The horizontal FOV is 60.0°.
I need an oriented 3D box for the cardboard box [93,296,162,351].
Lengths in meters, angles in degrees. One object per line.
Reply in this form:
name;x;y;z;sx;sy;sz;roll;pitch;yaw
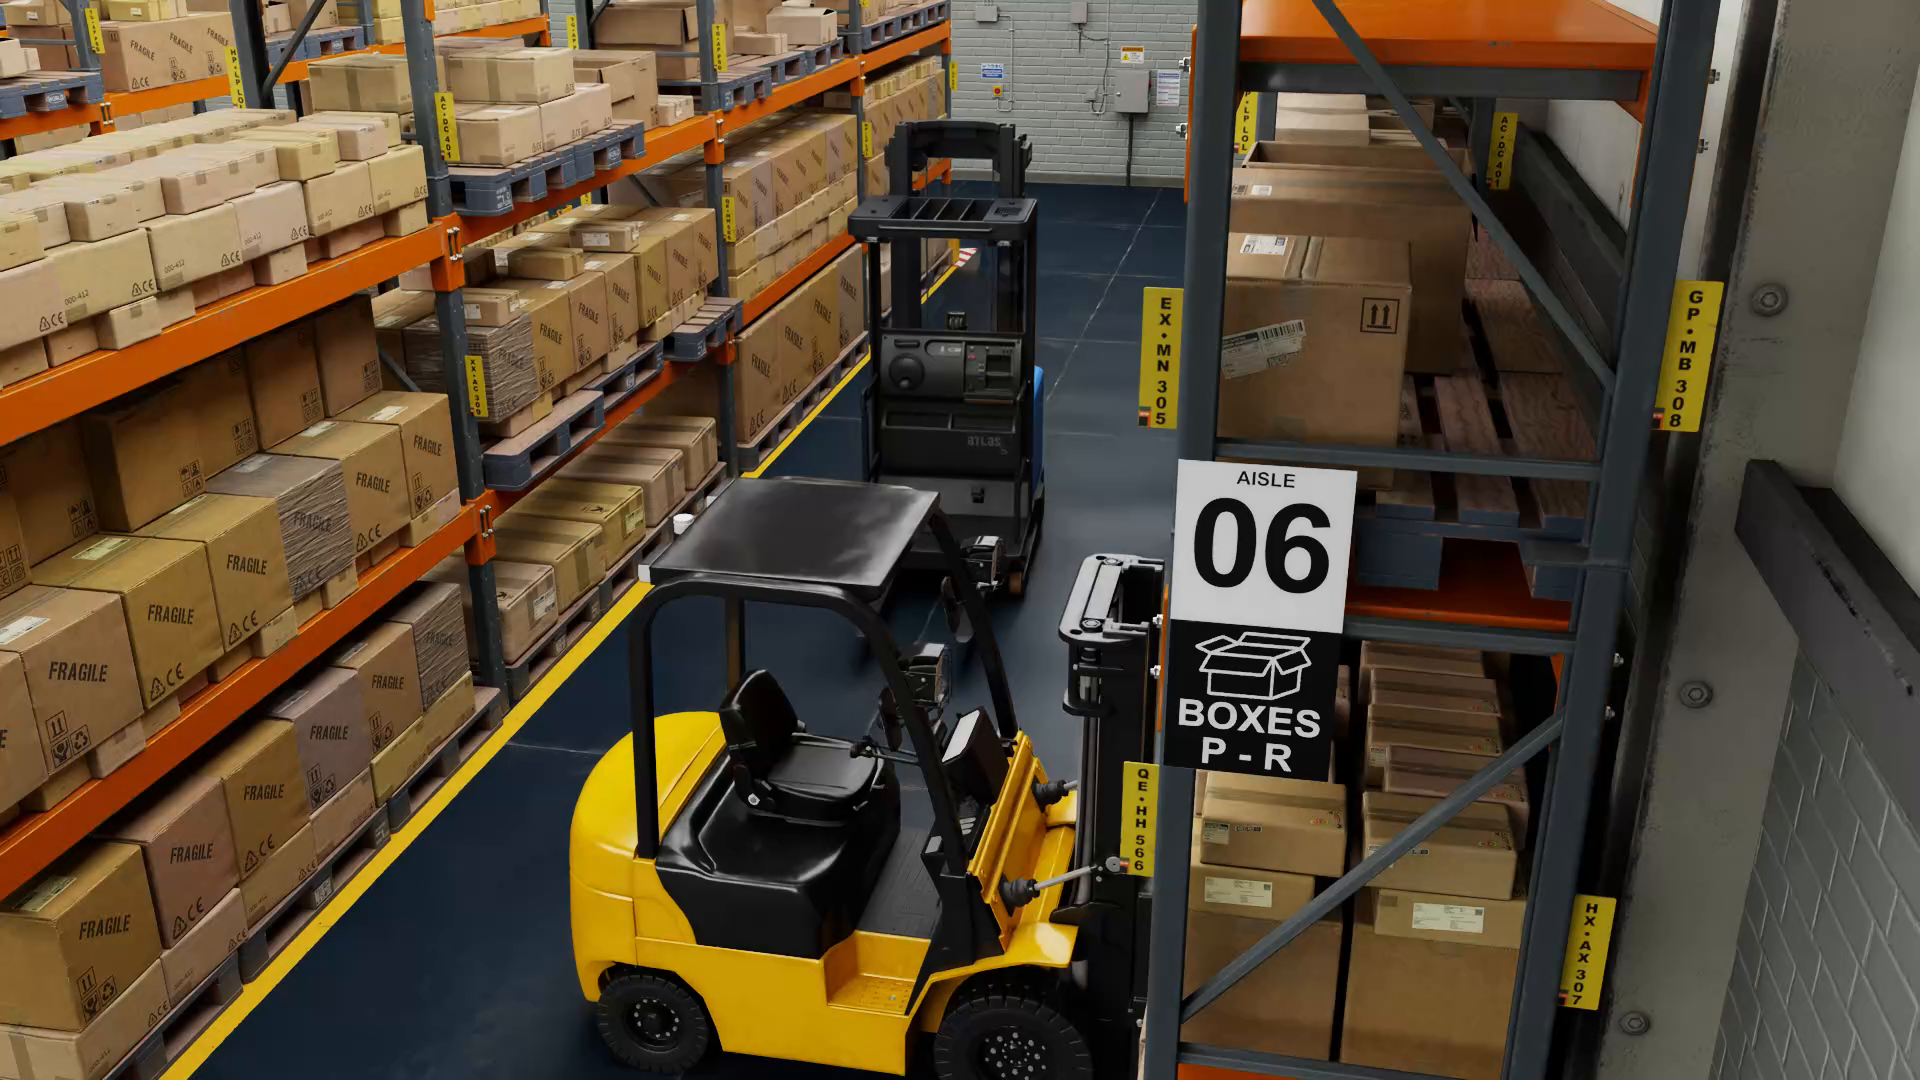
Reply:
cardboard box;-3.227;-0.818;6.192;0.380;0.149;0.250;5;22;12

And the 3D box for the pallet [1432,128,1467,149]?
pallet;2.344;-2.163;9.446;1.003;0.211;1.213;6;23;13

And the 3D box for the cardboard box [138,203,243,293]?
cardboard box;-3.192;-1.158;6.500;0.500;0.250;0.500;5;22;12

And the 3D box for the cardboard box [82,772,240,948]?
cardboard box;-3.330;1.284;6.764;0.500;0.500;0.500;4;22;9

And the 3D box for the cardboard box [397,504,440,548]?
cardboard box;-2.868;-0.088;8.393;0.380;0.149;0.250;5;22;12

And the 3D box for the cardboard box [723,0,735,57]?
cardboard box;-2.164;-4.199;13.554;0.500;0.500;0.500;5;22;11

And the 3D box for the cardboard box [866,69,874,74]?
cardboard box;-1.138;-5.143;18.267;0.380;0.149;0.250;5;22;11

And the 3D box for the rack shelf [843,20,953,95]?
rack shelf;-1.016;-5.152;17.579;1.077;0.370;4.000;4;22;11

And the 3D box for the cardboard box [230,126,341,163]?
cardboard box;-3.026;-1.760;7.462;0.380;0.149;0.250;5;22;12

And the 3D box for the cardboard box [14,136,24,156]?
cardboard box;-10.773;-4.339;18.414;0.500;0.250;0.500;4;22;10

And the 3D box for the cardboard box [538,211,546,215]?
cardboard box;-5.334;-4.102;20.480;0.380;0.149;0.250;5;22;12

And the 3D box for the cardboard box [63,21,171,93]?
cardboard box;-6.729;-3.867;13.290;0.500;0.500;0.500;4;22;11

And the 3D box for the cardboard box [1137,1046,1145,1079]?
cardboard box;0.776;1.827;5.081;0.500;0.250;0.500;5;23;13

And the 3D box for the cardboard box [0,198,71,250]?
cardboard box;-3.372;-1.097;5.817;0.380;0.149;0.250;4;22;11

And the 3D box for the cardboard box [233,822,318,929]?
cardboard box;-3.227;1.446;7.367;0.500;0.250;0.500;6;23;15

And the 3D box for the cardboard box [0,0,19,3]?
cardboard box;-10.910;-6.284;18.598;0.700;0.500;0.500;6;23;14

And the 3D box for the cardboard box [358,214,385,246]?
cardboard box;-2.960;-1.488;7.853;0.380;0.149;0.250;5;22;12

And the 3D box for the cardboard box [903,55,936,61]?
cardboard box;-0.485;-5.490;19.130;0.380;0.149;0.250;5;22;12

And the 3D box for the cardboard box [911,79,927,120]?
cardboard box;-0.655;-4.767;18.204;0.500;0.500;0.500;4;22;11

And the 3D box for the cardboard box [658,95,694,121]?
cardboard box;-2.099;-3.044;11.717;0.380;0.149;0.250;4;22;11

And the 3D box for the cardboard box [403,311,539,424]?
cardboard box;-2.680;-0.966;9.142;0.500;0.500;0.500;5;22;12

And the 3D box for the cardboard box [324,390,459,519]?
cardboard box;-2.903;-0.440;8.399;0.500;0.500;0.500;4;22;10

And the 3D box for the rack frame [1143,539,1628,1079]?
rack frame;0.988;1.403;4.355;1.000;3.000;0.127;4;22;11

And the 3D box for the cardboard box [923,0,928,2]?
cardboard box;-0.611;-6.217;18.766;0.500;0.250;0.500;2;22;6

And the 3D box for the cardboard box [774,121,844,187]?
cardboard box;-1.367;-3.501;15.058;0.500;0.500;0.500;5;22;12

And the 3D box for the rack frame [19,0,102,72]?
rack frame;-7.106;-5.023;12.280;1.000;3.000;0.127;4;22;11

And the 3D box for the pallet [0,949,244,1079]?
pallet;-3.657;1.997;6.612;1.003;0.211;1.213;4;22;11

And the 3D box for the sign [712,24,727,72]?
sign;-1.709;-3.489;11.795;0.100;0.325;0.005;4;22;11

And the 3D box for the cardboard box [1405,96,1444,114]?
cardboard box;2.723;-2.801;10.284;0.500;0.250;0.500;4;22;11

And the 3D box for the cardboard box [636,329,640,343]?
cardboard box;-2.344;-1.366;11.004;0.380;0.149;0.250;5;22;11

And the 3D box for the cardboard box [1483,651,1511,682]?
cardboard box;1.636;0.344;5.584;0.380;0.149;0.250;4;22;10

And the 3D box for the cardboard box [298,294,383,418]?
cardboard box;-3.358;-0.941;8.304;0.700;0.500;0.500;4;22;10

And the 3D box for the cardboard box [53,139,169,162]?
cardboard box;-3.608;-1.610;7.089;0.380;0.149;0.250;4;22;9

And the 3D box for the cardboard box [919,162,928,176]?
cardboard box;-0.659;-4.304;18.392;0.500;0.500;0.500;5;22;12

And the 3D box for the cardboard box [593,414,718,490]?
cardboard box;-2.365;-0.670;12.457;0.950;0.372;0.625;3;22;7

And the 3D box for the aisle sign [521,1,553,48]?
aisle sign;-5.165;-6.376;20.190;0.394;0.787;0.004;4;22;11

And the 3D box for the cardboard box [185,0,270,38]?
cardboard box;-6.734;-4.782;14.998;0.797;0.503;0.637;4;22;10

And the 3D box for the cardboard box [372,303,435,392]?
cardboard box;-3.187;-1.003;9.234;0.500;0.500;0.500;4;22;10

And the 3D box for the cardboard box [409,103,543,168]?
cardboard box;-2.544;-2.137;8.768;0.500;0.250;0.500;4;22;9

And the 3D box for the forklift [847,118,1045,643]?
forklift;-0.085;-1.128;10.731;1.130;2.935;3.031;3;22;7

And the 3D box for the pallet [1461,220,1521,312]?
pallet;1.655;-1.096;6.664;1.003;0.211;1.213;4;22;11

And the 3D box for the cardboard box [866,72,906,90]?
cardboard box;-0.776;-4.825;17.479;0.380;0.149;0.250;5;22;11

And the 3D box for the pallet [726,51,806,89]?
pallet;-1.935;-3.853;13.642;1.003;0.211;1.213;6;23;13

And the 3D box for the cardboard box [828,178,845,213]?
cardboard box;-1.370;-3.162;15.221;0.500;0.250;0.500;5;22;12

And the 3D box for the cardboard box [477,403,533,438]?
cardboard box;-2.634;-0.693;9.334;0.380;0.149;0.250;5;22;12

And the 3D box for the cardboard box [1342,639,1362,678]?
cardboard box;1.655;0.636;6.125;0.500;0.500;0.500;5;22;12

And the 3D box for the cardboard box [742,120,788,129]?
cardboard box;-1.872;-3.546;15.170;0.500;0.500;0.500;4;22;11

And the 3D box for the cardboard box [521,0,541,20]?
cardboard box;-5.308;-6.301;19.670;0.500;0.250;0.500;4;22;10

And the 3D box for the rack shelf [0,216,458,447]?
rack shelf;-3.464;-0.763;6.682;1.077;0.370;4.000;4;22;11

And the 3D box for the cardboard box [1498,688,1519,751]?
cardboard box;1.591;0.585;5.384;0.380;0.149;0.250;5;22;11

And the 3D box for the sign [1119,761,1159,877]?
sign;0.459;0.709;4.210;0.100;0.325;0.005;4;22;11

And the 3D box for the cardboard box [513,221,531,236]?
cardboard box;-5.407;-3.772;20.059;0.380;0.149;0.250;4;22;9

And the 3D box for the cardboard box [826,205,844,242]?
cardboard box;-1.374;-2.924;15.299;0.500;0.250;0.500;4;22;10

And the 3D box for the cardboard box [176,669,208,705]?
cardboard box;-3.317;0.562;6.780;0.380;0.149;0.250;5;23;13

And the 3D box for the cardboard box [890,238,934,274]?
cardboard box;-0.823;-3.248;18.770;0.875;0.438;0.875;5;22;12

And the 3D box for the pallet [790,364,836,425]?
pallet;-1.754;-1.334;14.883;1.003;0.211;1.213;4;22;11

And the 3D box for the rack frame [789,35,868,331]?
rack frame;-1.424;-3.363;16.188;1.000;3.000;0.127;4;22;11

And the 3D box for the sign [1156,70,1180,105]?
sign;3.073;-6.670;24.528;0.329;0.494;0.001;4;22;11
